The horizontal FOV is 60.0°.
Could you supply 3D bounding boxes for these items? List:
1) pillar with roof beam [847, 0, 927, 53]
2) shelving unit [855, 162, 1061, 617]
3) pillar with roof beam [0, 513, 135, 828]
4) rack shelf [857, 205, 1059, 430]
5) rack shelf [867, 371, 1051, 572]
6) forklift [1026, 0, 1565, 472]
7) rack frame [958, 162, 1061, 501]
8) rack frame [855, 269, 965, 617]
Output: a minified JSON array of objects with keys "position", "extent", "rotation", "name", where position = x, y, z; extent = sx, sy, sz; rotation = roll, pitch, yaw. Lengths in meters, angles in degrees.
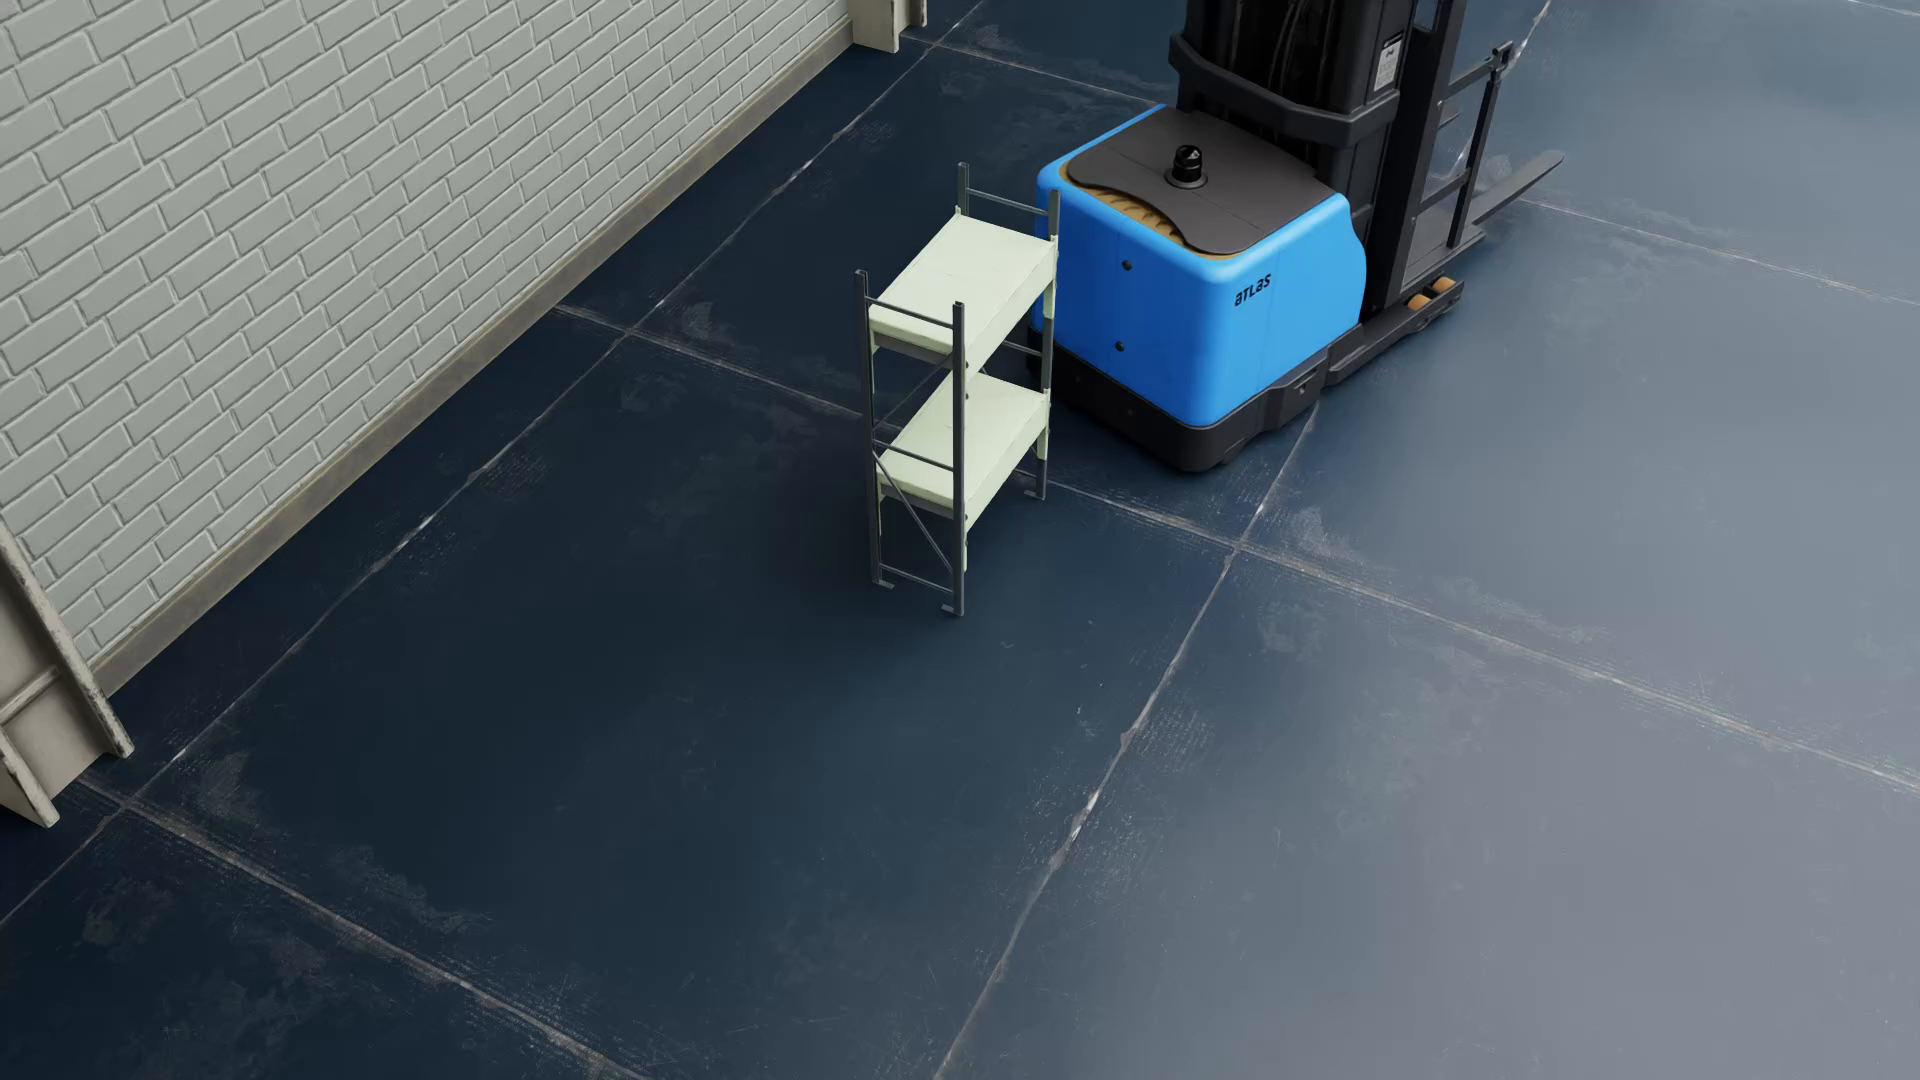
[{"position":[3.394,-4.696,5.064],"extent":[9.100,9.000,0.400],"rotation":[20,49,19],"name":"pillar with roof beam"},{"position":[0.003,-0.531,6.221],"extent":[0.431,1.500,0.755],"rotation":[20,49,19],"name":"shelving unit"},{"position":[0.609,-0.916,1.328],"extent":[9.100,9.000,0.400],"rotation":[20,49,19],"name":"pillar with roof beam"},{"position":[0.003,-0.806,5.943],"extent":[0.431,0.370,0.720],"rotation":[20,49,19],"name":"rack shelf"},{"position":[0.003,-0.302,6.453],"extent":[0.431,0.370,0.720],"rotation":[20,49,19],"name":"rack shelf"},{"position":[1.710,-2.242,6.905],"extent":[3.031,2.935,1.130],"rotation":[-34,54,-29],"name":"forklift"},{"position":[0.173,-0.762,6.449],"extent":[0.400,1.500,0.023],"rotation":[20,49,19],"name":"rack frame"},{"position":[-0.167,-0.301,5.993],"extent":[0.400,1.500,0.023],"rotation":[20,49,19],"name":"rack frame"}]
